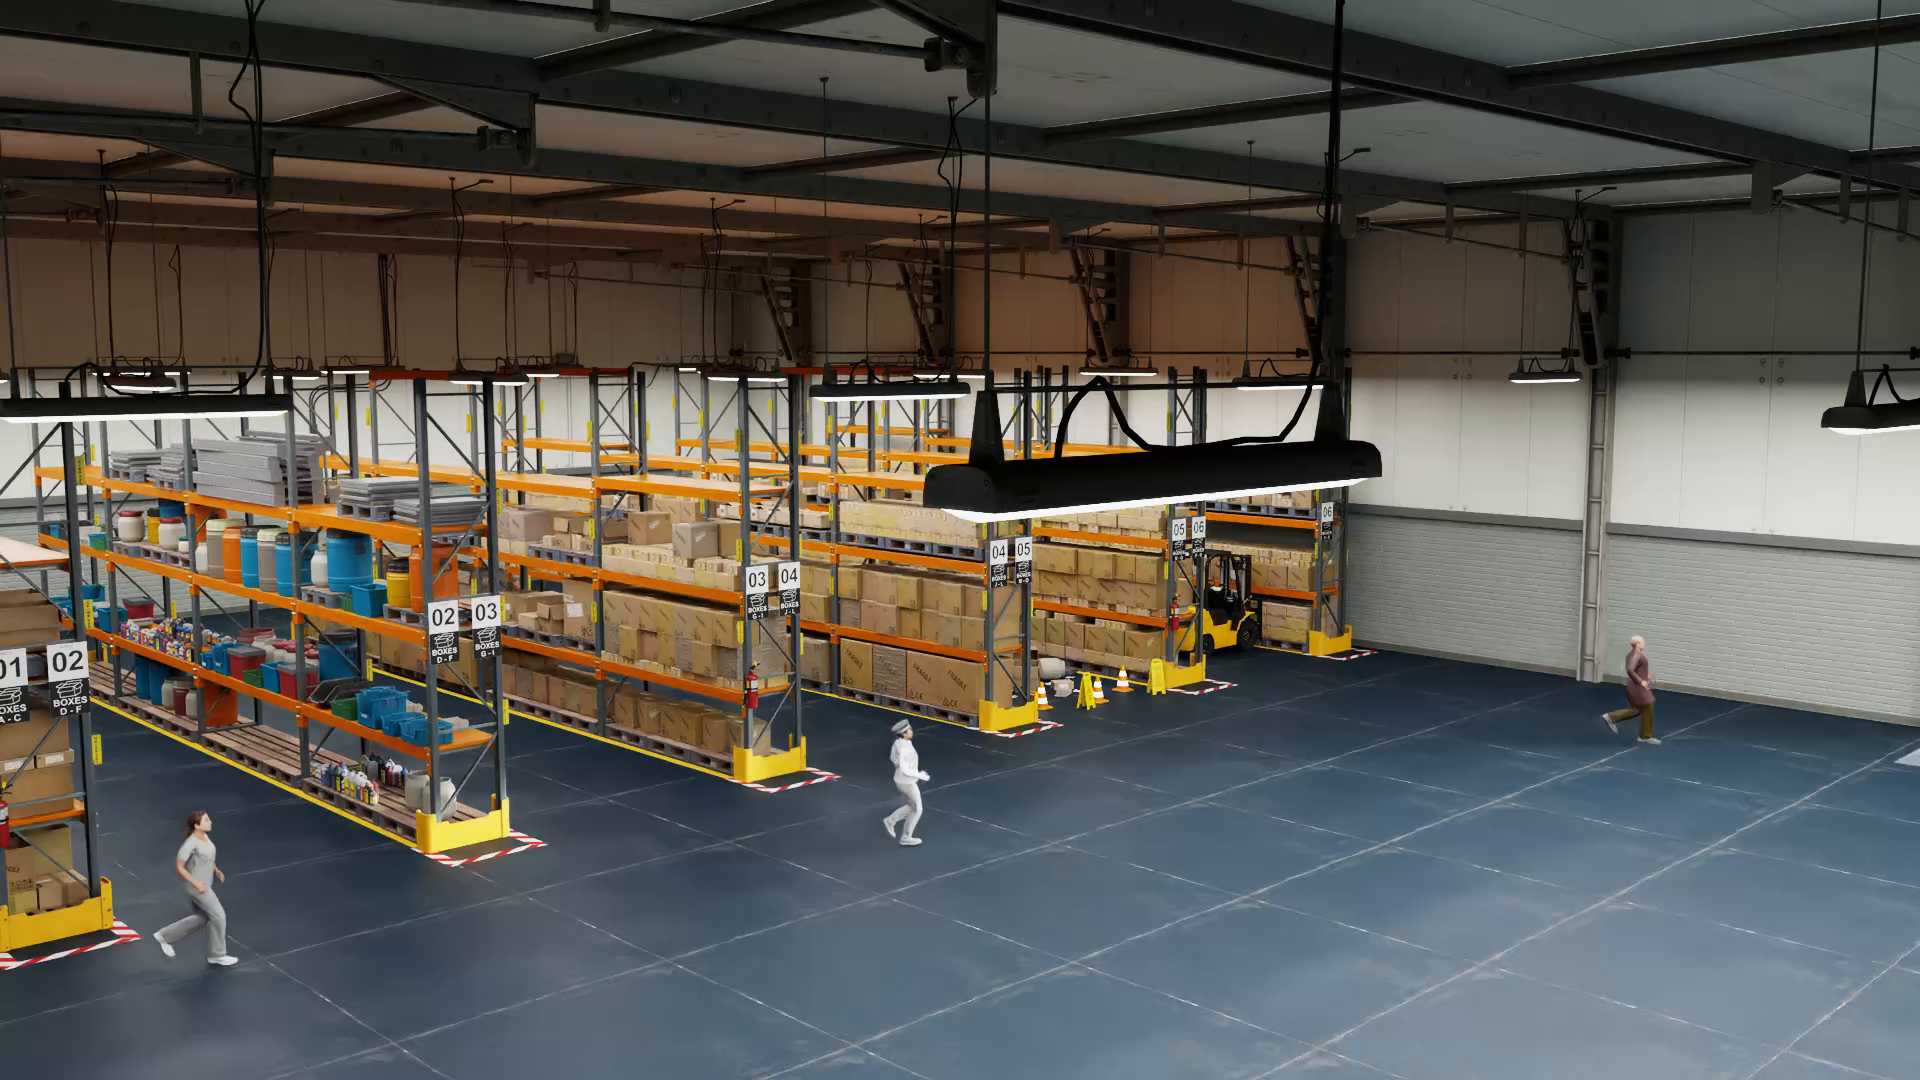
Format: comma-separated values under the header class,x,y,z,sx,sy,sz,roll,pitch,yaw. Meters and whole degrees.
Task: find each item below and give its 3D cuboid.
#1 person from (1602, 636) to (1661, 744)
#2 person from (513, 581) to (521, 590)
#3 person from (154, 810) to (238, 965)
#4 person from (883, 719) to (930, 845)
class,x,y,z,sx,sy,sz,roll,pitch,yaw
person,10.933,2.431,26.970,0.915,1.771,0.711,1,7,9
person,-8.984,1.676,33.873,0.779,1.686,0.667,6,9,42
person,-7.922,3.592,17.159,0.819,1.652,0.556,-1,7,-11
person,-0.698,3.104,21.361,0.573,1.648,0.612,-1,7,-11
